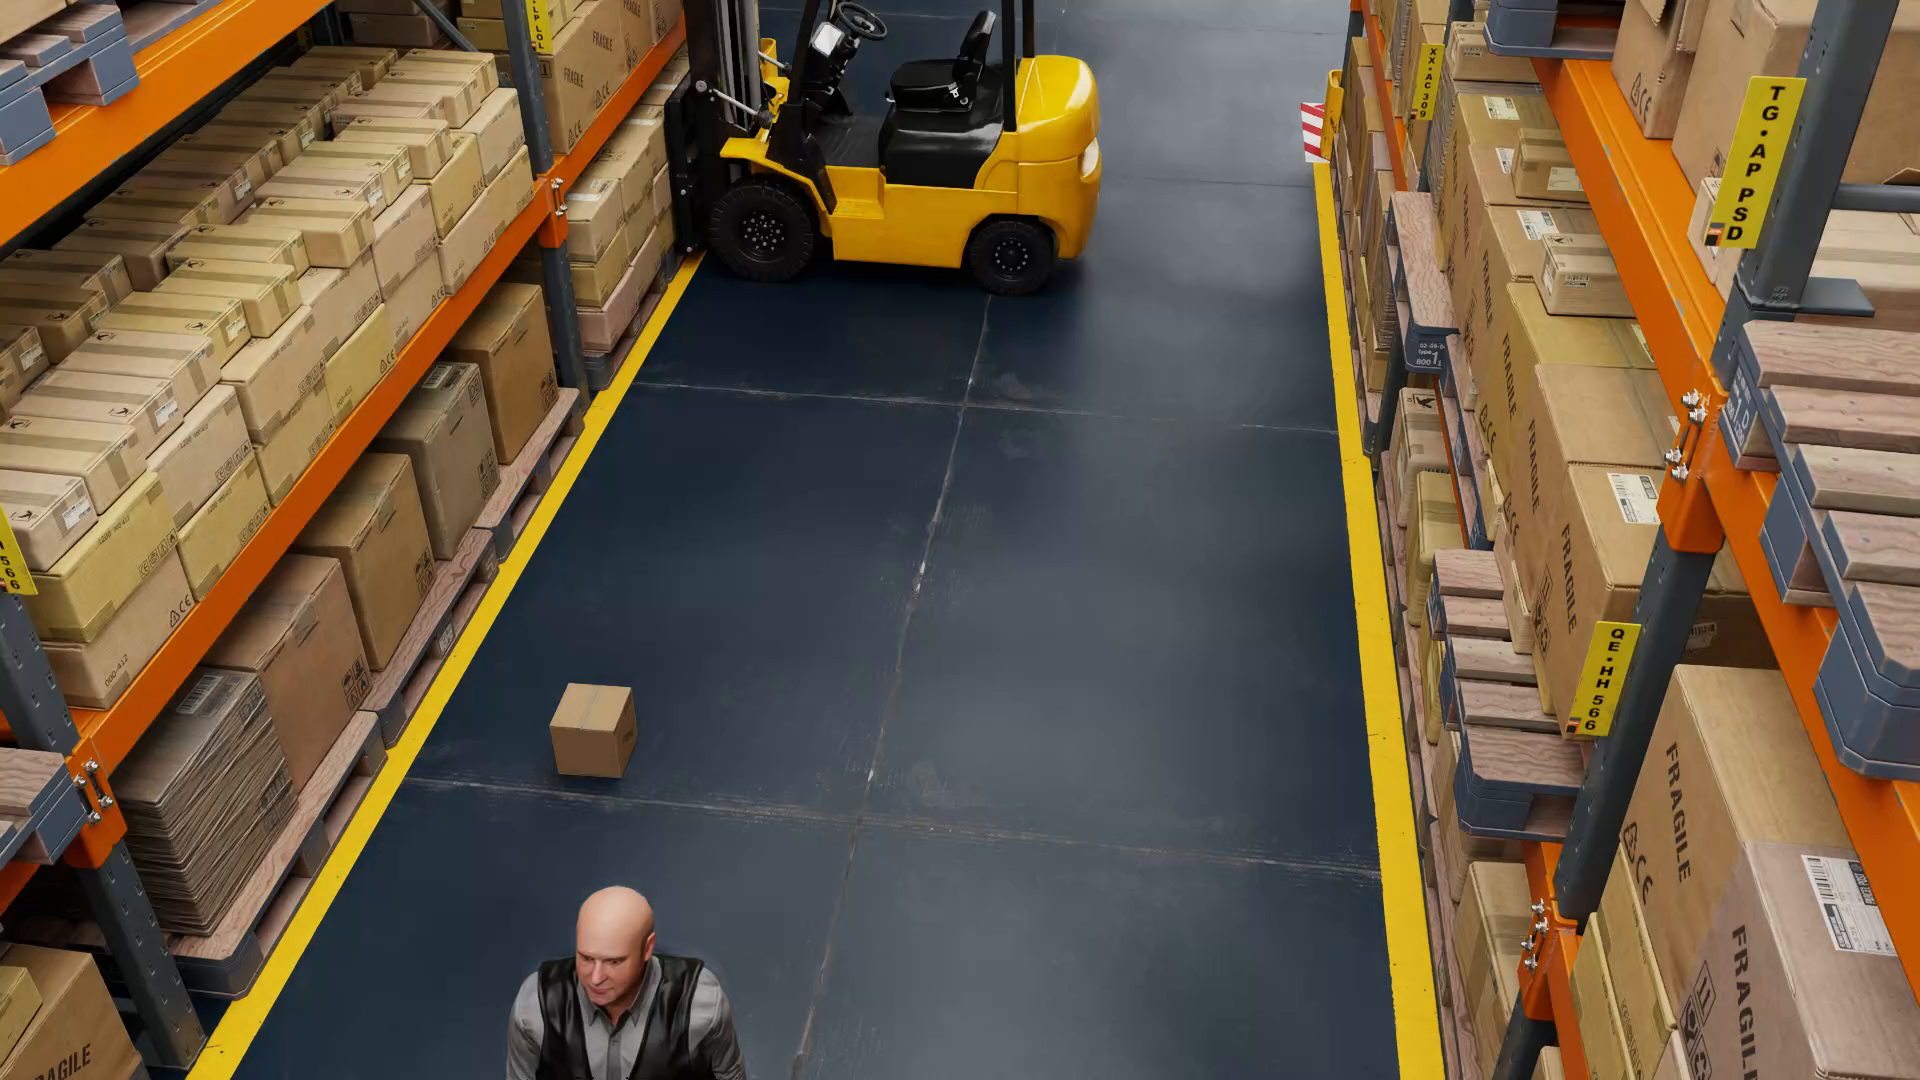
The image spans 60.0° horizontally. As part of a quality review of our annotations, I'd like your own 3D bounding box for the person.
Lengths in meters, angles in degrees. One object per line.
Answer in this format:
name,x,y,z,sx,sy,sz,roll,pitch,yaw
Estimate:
person,-0.804,1.539,4.115,0.559,1.602,0.985,2,36,2
